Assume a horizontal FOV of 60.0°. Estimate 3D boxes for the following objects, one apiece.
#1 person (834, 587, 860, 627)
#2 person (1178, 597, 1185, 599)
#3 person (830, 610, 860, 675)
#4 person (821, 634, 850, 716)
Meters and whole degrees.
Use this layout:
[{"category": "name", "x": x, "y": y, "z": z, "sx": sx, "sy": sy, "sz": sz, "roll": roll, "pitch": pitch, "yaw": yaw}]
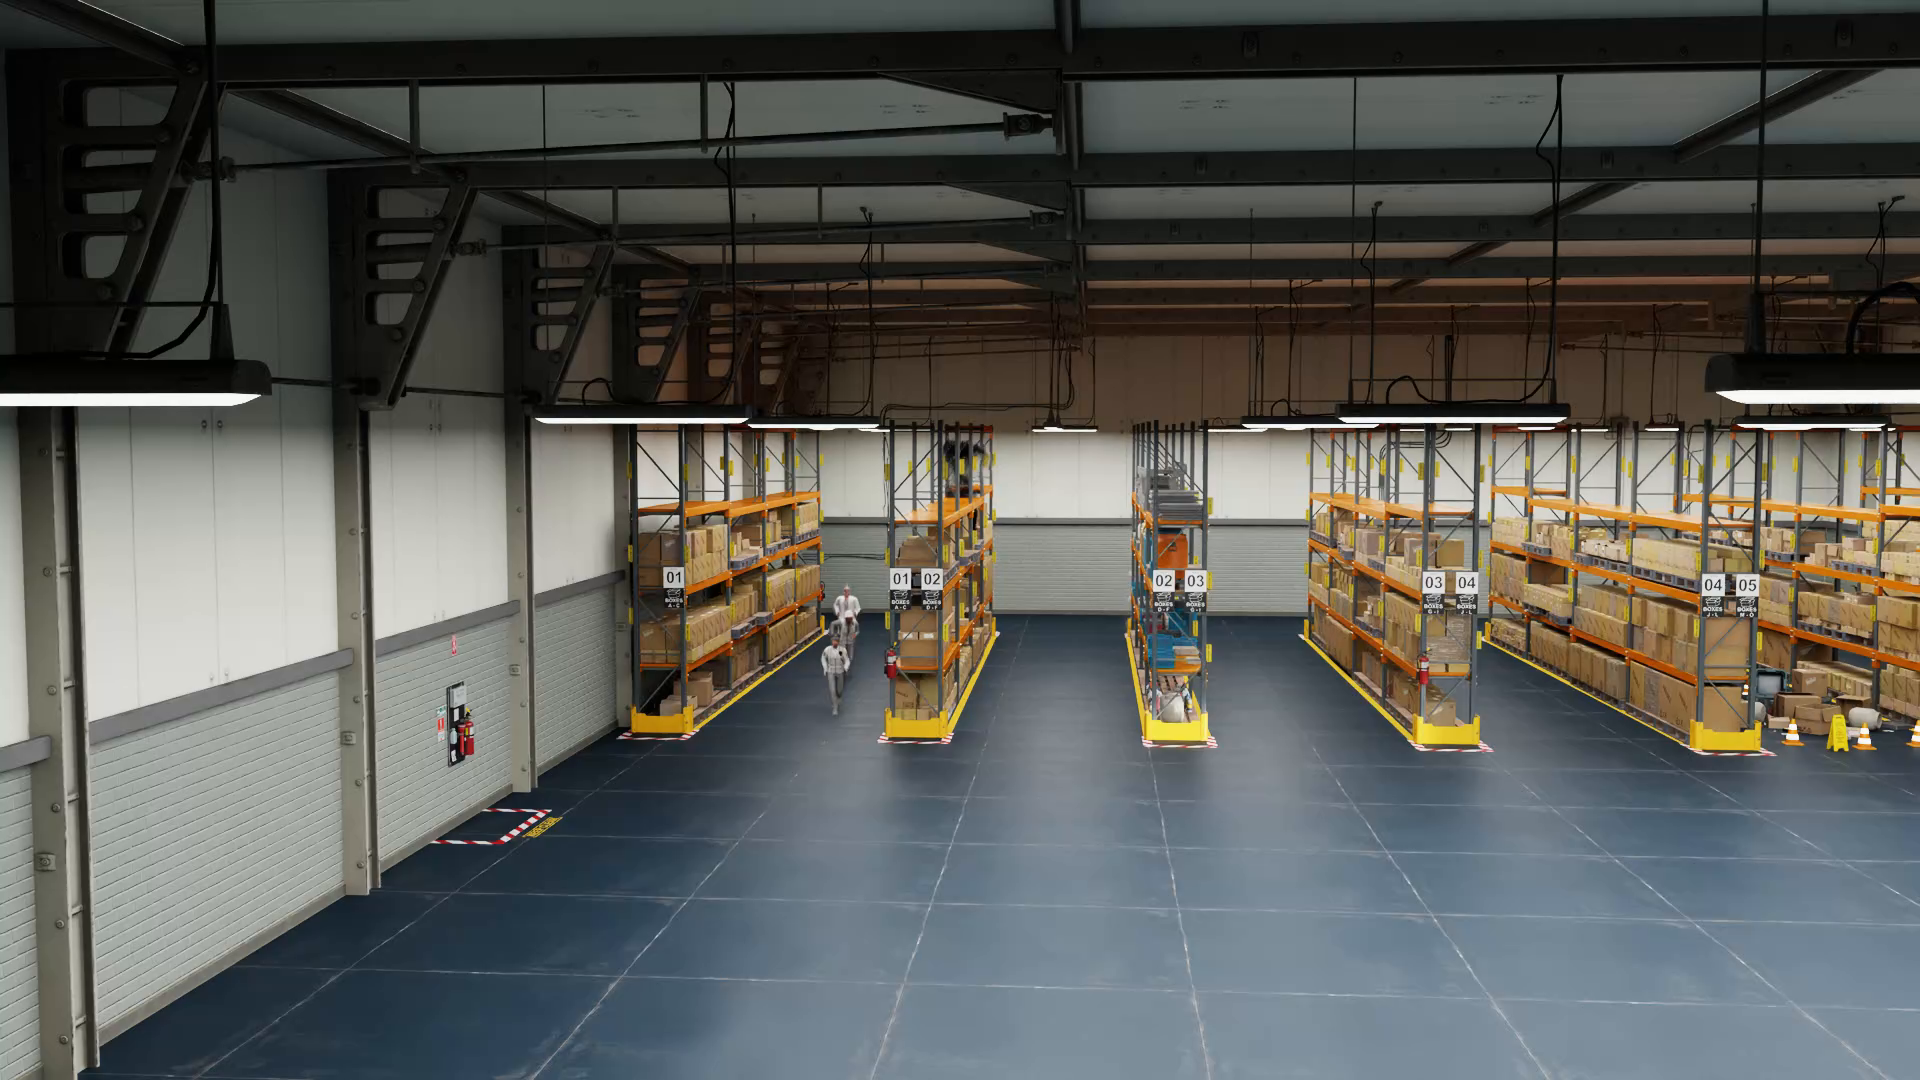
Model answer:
[{"category": "person", "x": -2.973, "y": 2.102, "z": 43.595, "sx": 0.711, "sy": 1.765, "sz": 0.880, "roll": 0, "pitch": 4, "yaw": 2}, {"category": "person", "x": 6.429, "y": 1.841, "z": 47.844, "sx": 0.678, "sy": 1.723, "sz": 0.725, "roll": 2, "pitch": 4, "yaw": 27}, {"category": "person", "x": -2.720, "y": 2.434, "z": 39.349, "sx": 0.684, "sy": 1.599, "sz": 0.865, "roll": -1, "pitch": 4, "yaw": -16}, {"category": "person", "x": -2.568, "y": 2.739, "z": 34.263, "sx": 0.599, "sy": 1.675, "sz": 0.777, "roll": 0, "pitch": 4, "yaw": -5}]
